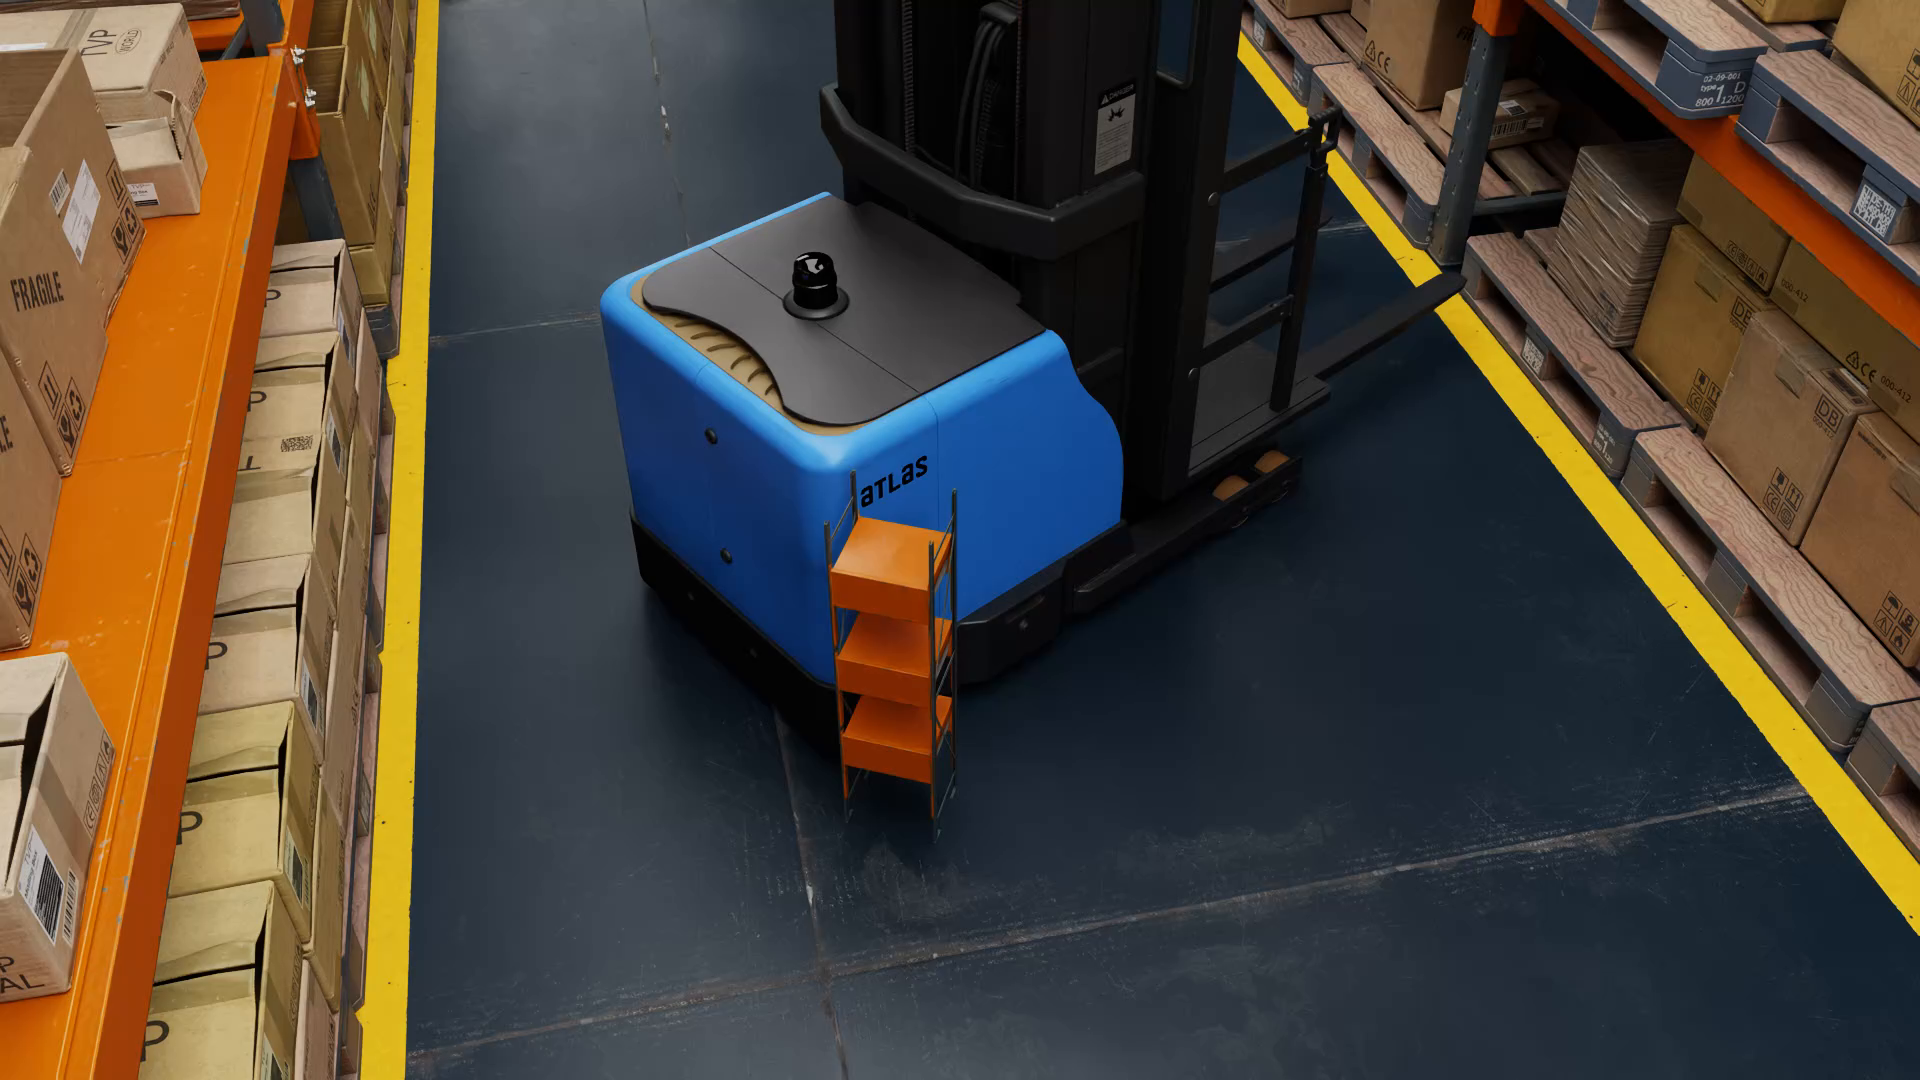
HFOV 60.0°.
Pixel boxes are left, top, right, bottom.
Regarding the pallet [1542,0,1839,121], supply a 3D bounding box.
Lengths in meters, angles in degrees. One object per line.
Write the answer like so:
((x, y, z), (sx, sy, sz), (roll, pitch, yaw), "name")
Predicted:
((2.354, -1.696, 5.045), (1.003, 0.211, 1.213), (-8, 42, -9), "pallet")

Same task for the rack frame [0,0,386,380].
((-2.505, -1.572, 4.761), (1.000, 3.000, 0.127), (-8, 42, -9), "rack frame")

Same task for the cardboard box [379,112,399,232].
((-2.412, -1.369, 6.288), (0.500, 0.250, 0.500), (-8, 42, -9), "cardboard box")

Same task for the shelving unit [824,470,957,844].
((-0.156, 0.316, 4.103), (0.252, 1.050, 0.215), (11, 43, 12), "shelving unit")

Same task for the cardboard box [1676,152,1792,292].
((2.605, -1.034, 5.142), (0.500, 0.250, 0.500), (-9, 42, -10), "cardboard box")

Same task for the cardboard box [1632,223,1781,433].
((2.667, -0.711, 5.343), (0.700, 0.500, 0.500), (-9, 42, -10), "cardboard box")

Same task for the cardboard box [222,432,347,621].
((-1.913, -0.029, 4.355), (0.500, 0.311, 0.500), (-8, 42, -9), "cardboard box")

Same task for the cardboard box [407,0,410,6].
((-2.844, -2.666, 7.748), (0.500, 0.250, 0.500), (-8, 42, -9), "cardboard box")

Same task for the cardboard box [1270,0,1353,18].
((1.762, -2.793, 7.688), (0.700, 0.500, 0.500), (-11, 43, -12), "cardboard box")

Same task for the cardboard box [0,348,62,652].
((-2.019, -0.102, 3.030), (0.500, 0.500, 0.500), (-10, 43, -12), "cardboard box")

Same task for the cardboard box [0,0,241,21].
((-2.607, -1.896, 5.051), (0.700, 0.500, 0.500), (-9, 42, -10), "cardboard box")

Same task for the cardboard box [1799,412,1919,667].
((2.856, -0.049, 4.597), (0.700, 0.500, 0.500), (-9, 42, -10), "cardboard box")

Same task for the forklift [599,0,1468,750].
((0.468, -1.370, 4.585), (3.031, 2.935, 1.130), (-30, 50, -30), "forklift")

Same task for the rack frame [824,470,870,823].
((-0.273, 0.294, 4.128), (0.008, 1.050, 0.200), (11, 43, 12), "rack frame")

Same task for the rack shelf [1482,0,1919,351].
((2.763, -0.718, 4.342), (1.077, 0.370, 4.000), (-8, 42, -9), "rack shelf")

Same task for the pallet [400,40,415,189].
((-2.902, -1.843, 7.167), (1.003, 0.211, 1.213), (-8, 42, -9), "pallet")

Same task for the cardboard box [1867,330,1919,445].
((2.811, -0.372, 4.396), (0.500, 0.250, 0.500), (-9, 42, -9), "cardboard box")

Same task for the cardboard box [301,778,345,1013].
((-1.695, 0.849, 3.789), (0.500, 0.250, 0.500), (-9, 42, -10), "cardboard box")

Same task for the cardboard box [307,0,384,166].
((-2.415, -1.649, 6.038), (0.500, 0.500, 0.500), (-8, 42, -9), "cardboard box")

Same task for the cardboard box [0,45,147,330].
((-2.241, -0.767, 3.780), (0.500, 0.500, 0.500), (-6, 42, -6), "cardboard box")

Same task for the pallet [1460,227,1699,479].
((2.501, -0.737, 5.921), (1.003, 0.211, 1.213), (-8, 42, -9), "pallet")

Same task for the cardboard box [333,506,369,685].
((-1.914, 0.187, 4.535), (0.500, 0.250, 0.500), (-7, 42, -8), "cardboard box")

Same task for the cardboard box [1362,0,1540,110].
((2.068, -2.181, 6.999), (0.500, 0.500, 0.500), (-11, 43, -12), "cardboard box")

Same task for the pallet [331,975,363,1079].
((-1.781, 1.525, 3.373), (1.003, 0.211, 1.213), (-8, 42, -9), "pallet")

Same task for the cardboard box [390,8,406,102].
((-2.628, -2.017, 7.018), (0.500, 0.250, 0.500), (-8, 42, -9), "cardboard box")

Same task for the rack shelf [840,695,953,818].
((-0.156, 0.532, 4.294), (0.240, 0.259, 0.215), (11, 43, 12), "rack shelf")

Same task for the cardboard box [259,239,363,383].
((-2.137, -0.689, 5.099), (0.500, 0.311, 0.500), (-8, 42, -9), "cardboard box")

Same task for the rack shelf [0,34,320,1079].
((-2.073, -0.006, 3.539), (1.077, 0.370, 4.000), (-8, 42, -9), "rack shelf")

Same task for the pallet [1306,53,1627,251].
((2.152, -1.671, 6.974), (1.003, 0.211, 1.213), (-8, 42, -9), "pallet")

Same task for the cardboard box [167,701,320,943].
((-1.697, 0.631, 3.612), (0.500, 0.311, 0.500), (-9, 42, -10), "cardboard box")

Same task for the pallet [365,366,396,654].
((-2.307, -0.057, 5.155), (1.003, 0.211, 1.213), (-8, 42, -9), "pallet")

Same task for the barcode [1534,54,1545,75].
((2.441, -2.003, 7.009), (0.001, 0.075, 0.075), (-8, 42, -9), "barcode")

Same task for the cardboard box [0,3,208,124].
((-2.356, -1.203, 4.458), (0.500, 0.250, 0.500), (-6, 42, -7), "cardboard box")

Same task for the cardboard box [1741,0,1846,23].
((2.522, -1.788, 4.598), (0.700, 0.500, 0.500), (-4, 42, -5), "cardboard box")

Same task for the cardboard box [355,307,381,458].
((-2.132, -0.473, 5.278), (0.500, 0.250, 0.500), (-9, 42, -10), "cardboard box")

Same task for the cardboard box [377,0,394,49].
((-2.625, -2.298, 6.770), (0.500, 0.500, 0.500), (-8, 42, -9), "cardboard box")
